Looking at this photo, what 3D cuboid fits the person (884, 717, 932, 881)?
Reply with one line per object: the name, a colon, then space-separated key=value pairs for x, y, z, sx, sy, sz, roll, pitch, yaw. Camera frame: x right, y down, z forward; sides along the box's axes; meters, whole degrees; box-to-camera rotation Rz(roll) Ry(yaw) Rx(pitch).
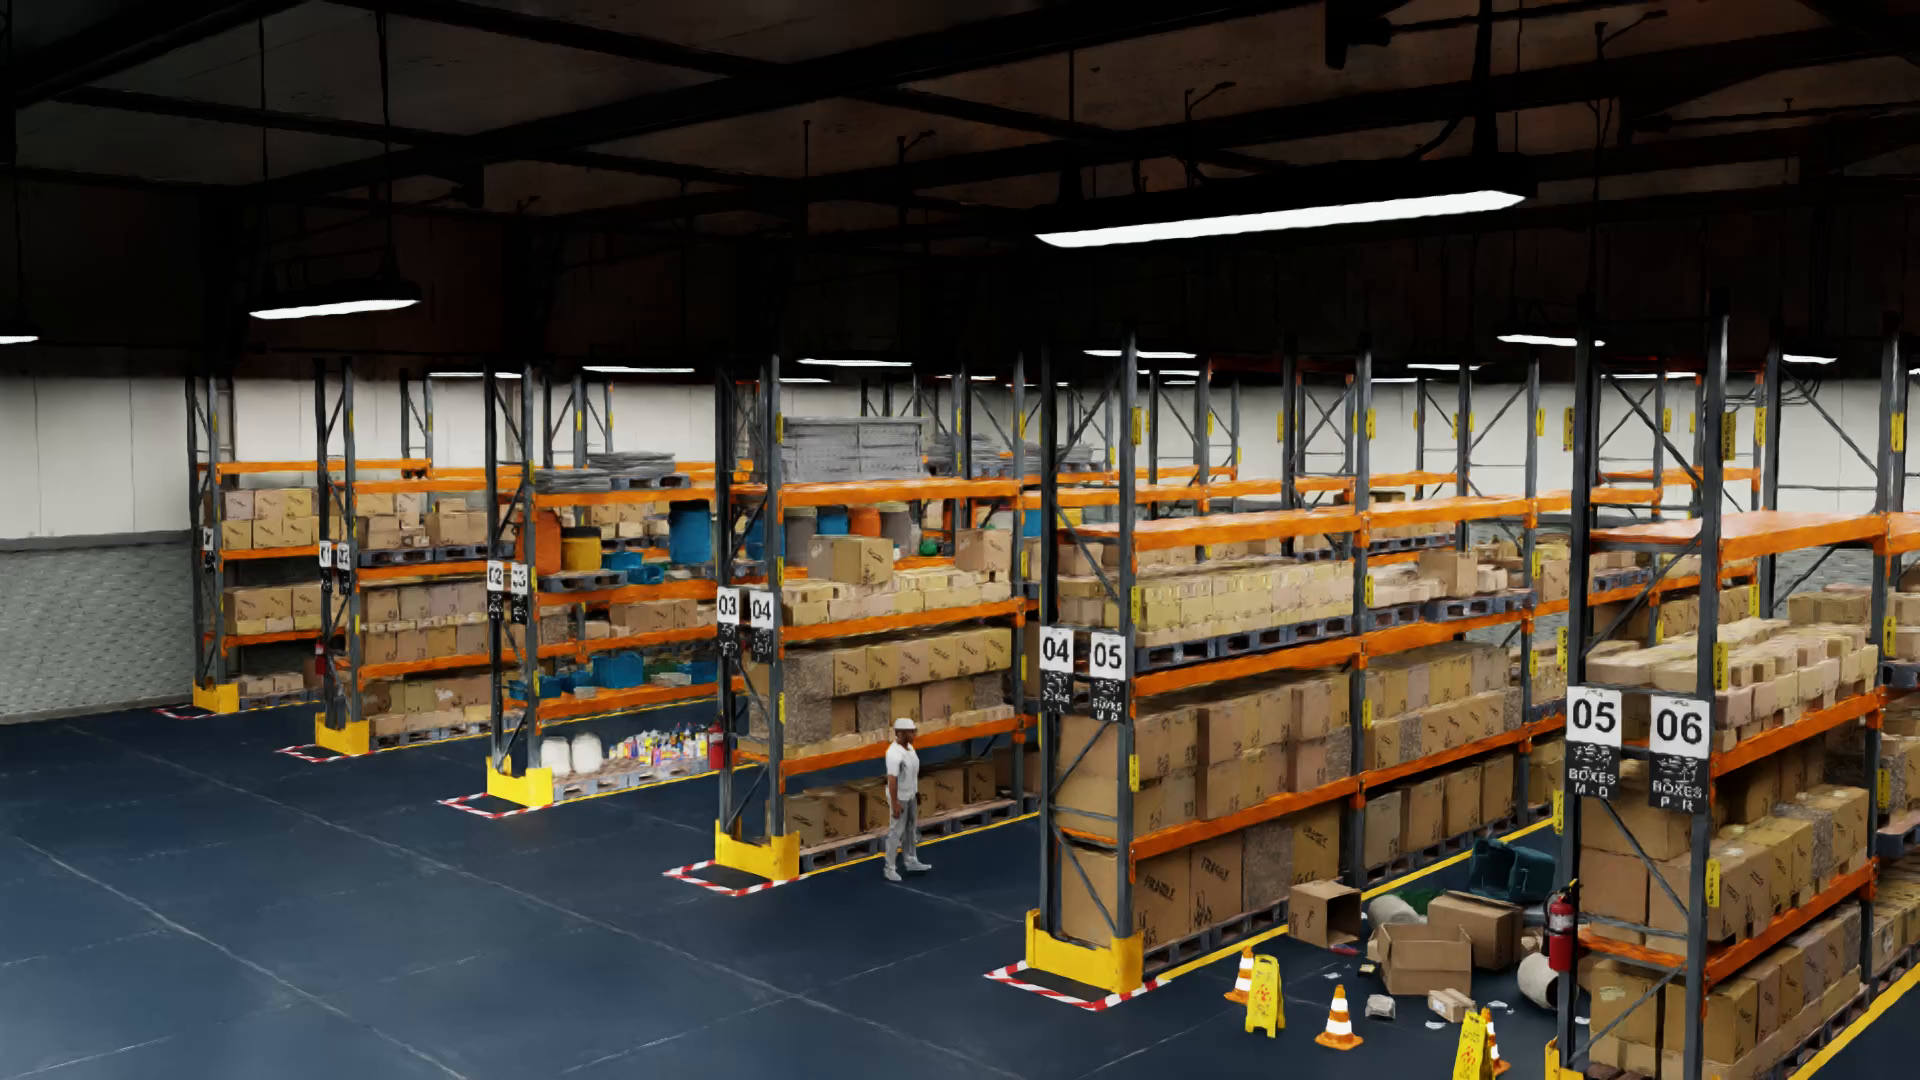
person: x=-0.587 y=2.853 z=18.465 sx=0.464 sy=1.763 sz=0.645 roll=1 pitch=5 yaw=18
